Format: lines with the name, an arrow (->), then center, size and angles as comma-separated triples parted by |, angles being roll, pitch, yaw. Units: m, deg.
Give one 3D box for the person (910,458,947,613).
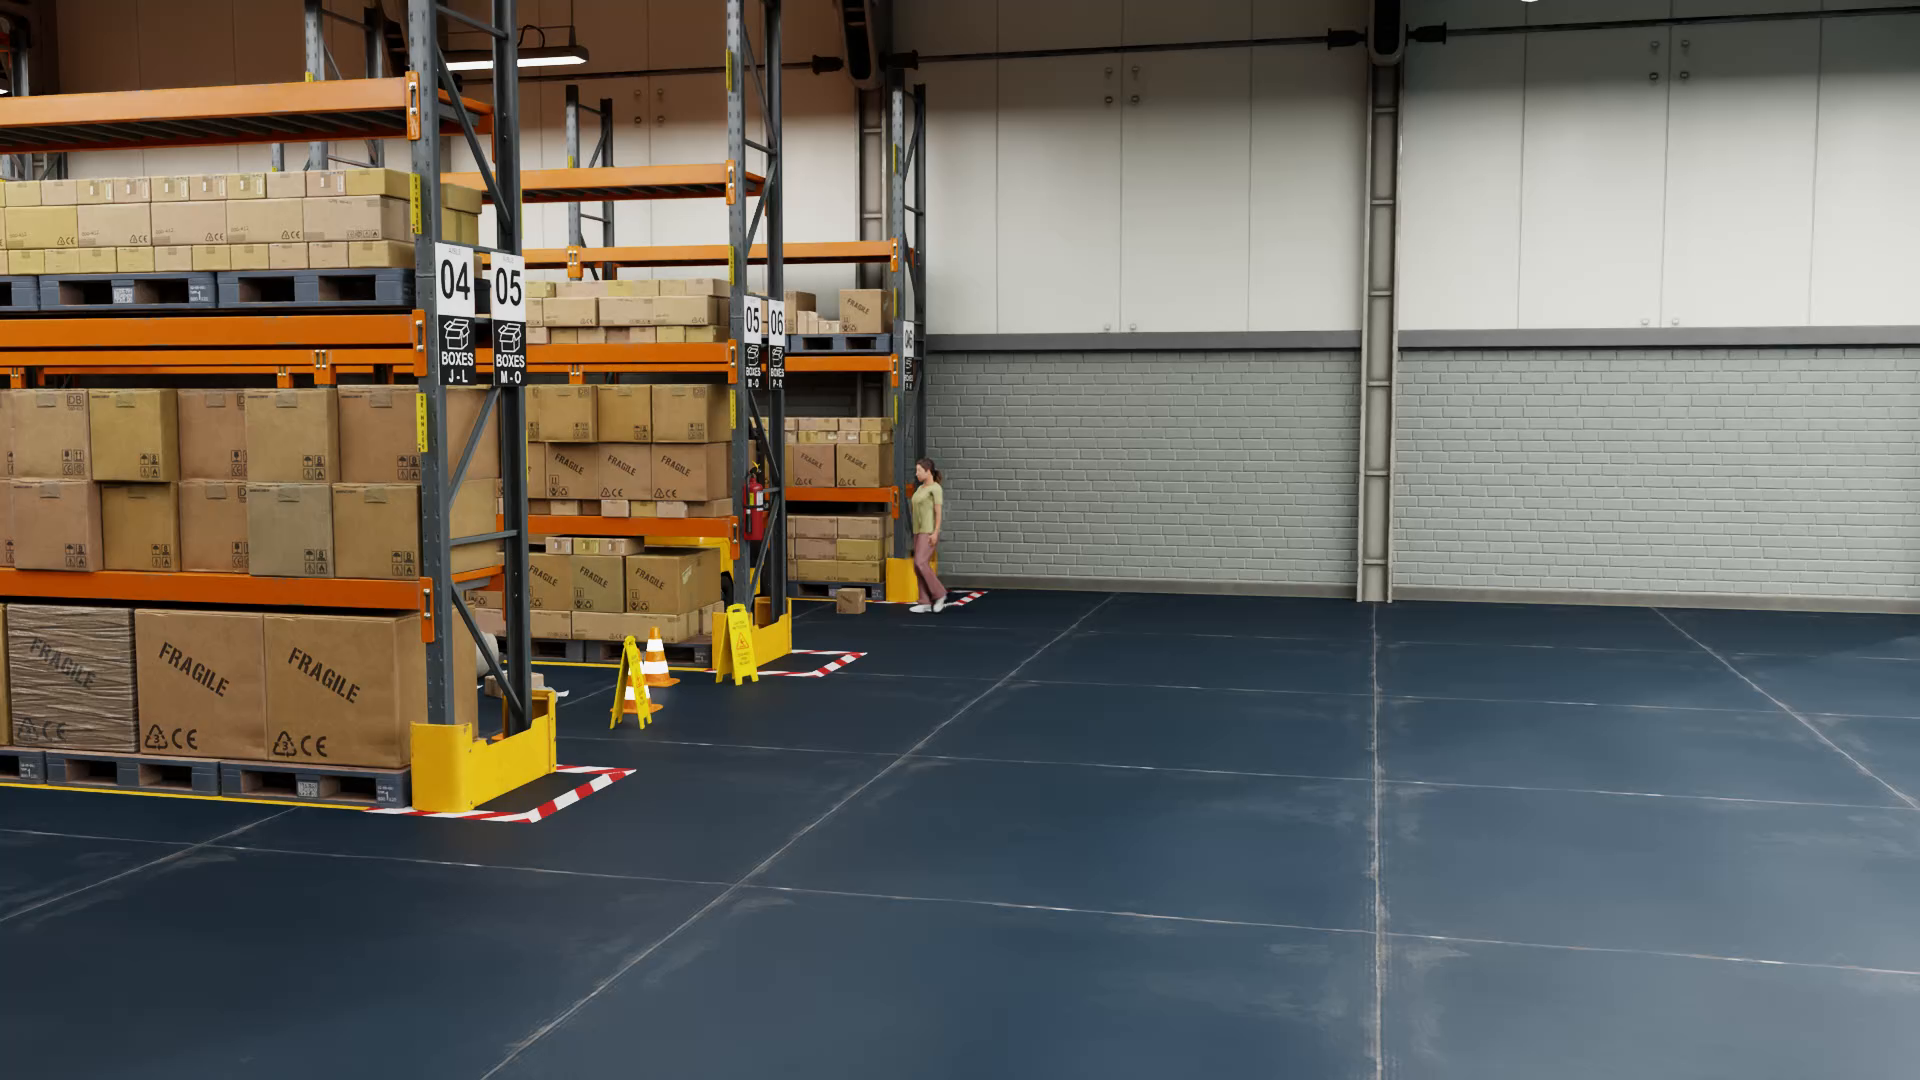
person -> -0.371, -0.051, 18.029 | 0.435, 1.672, 0.457 | -3, 6, -31
